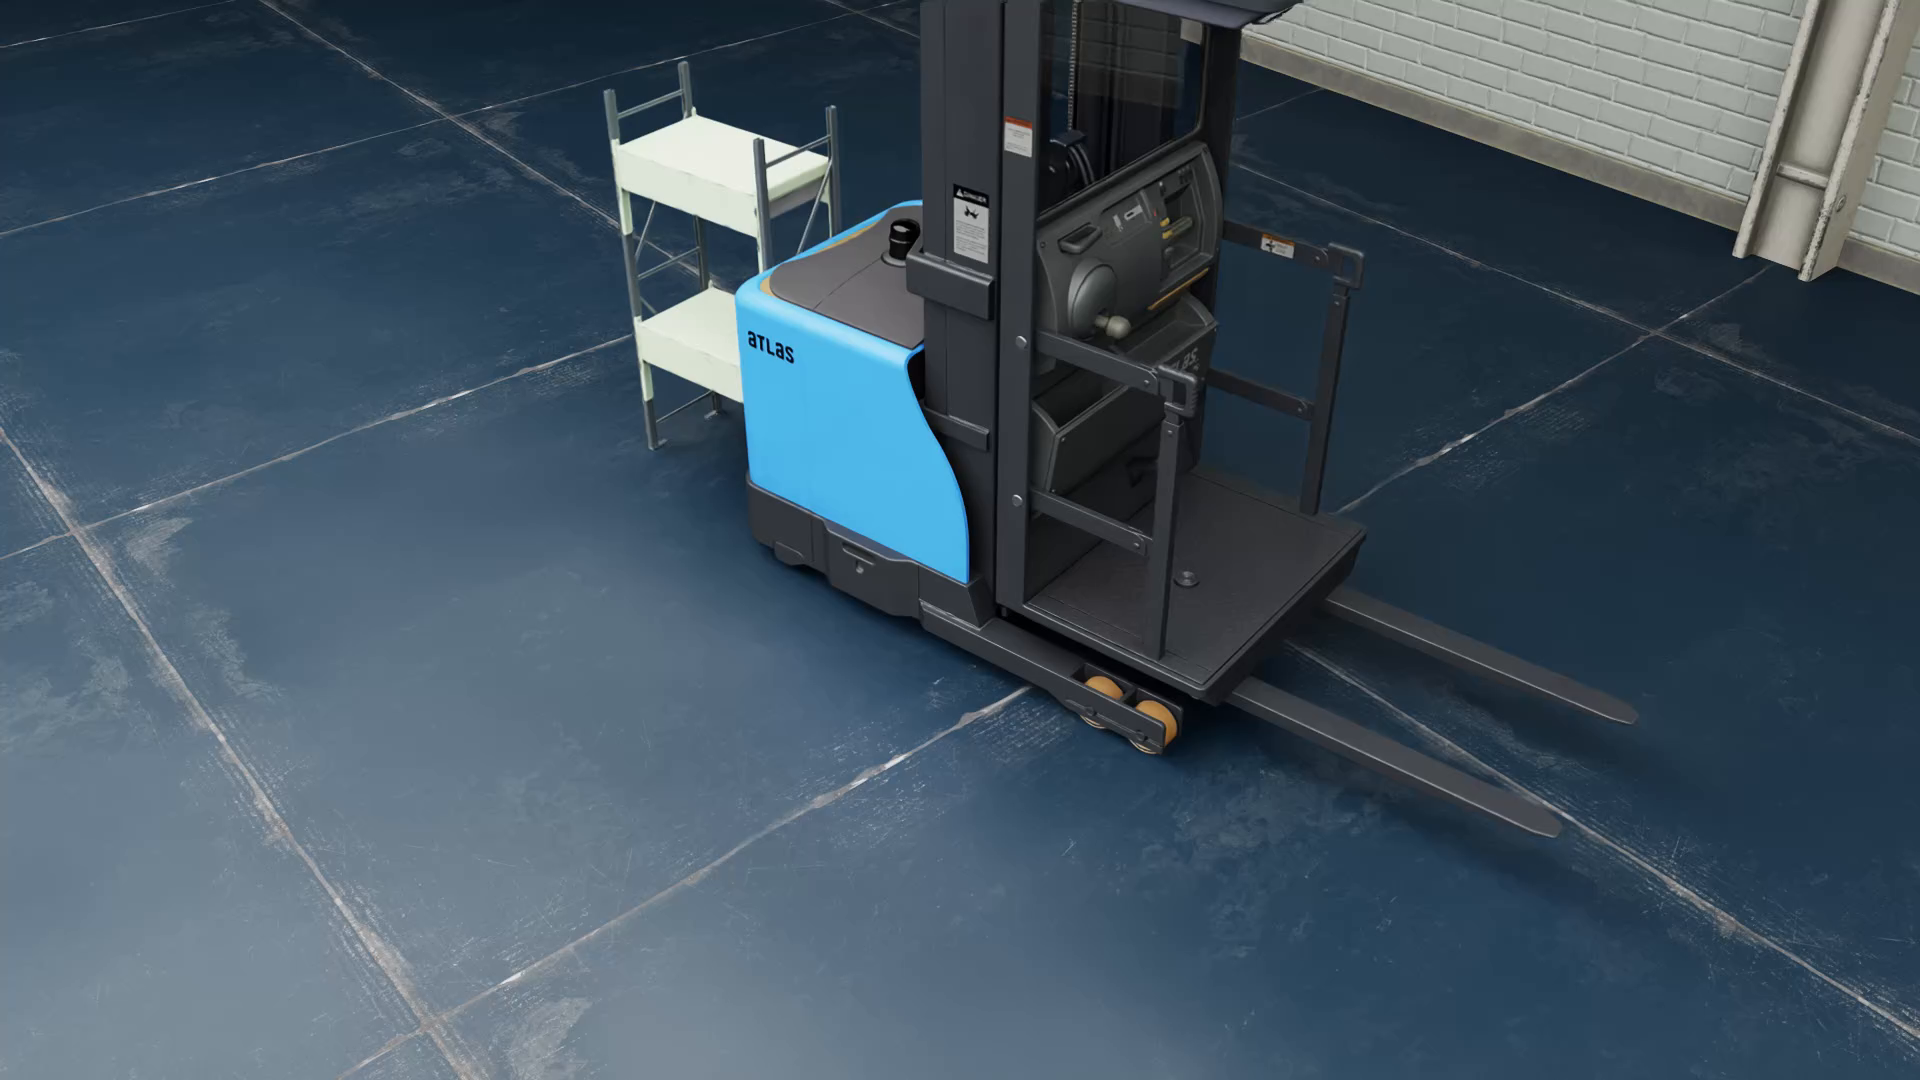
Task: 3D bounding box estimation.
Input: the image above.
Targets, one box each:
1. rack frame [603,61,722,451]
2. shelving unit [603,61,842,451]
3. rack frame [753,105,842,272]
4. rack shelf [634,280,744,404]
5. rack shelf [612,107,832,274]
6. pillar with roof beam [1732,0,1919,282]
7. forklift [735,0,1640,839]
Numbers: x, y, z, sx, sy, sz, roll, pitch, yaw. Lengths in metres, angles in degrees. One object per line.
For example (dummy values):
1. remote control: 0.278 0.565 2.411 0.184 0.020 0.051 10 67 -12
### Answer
1. rack frame: -1.135 -1.069 6.461 0.023 1.500 0.400 24 42 30
2. shelving unit: -0.847 -0.938 6.277 0.755 1.500 0.431 24 42 30
3. rack frame: -0.559 -0.808 6.093 0.023 1.500 0.400 24 42 30
4. rack shelf: -0.847 -0.672 6.466 0.720 0.370 0.431 24 42 30
5. rack shelf: -0.847 -1.257 6.052 0.720 0.370 0.431 24 42 30
6. pillar with roof beam: 0.783 -3.452 3.338 9.100 9.000 0.400 -26 43 -32
7. forklift: 0.693 -0.866 4.937 3.031 2.935 1.130 24 42 30
